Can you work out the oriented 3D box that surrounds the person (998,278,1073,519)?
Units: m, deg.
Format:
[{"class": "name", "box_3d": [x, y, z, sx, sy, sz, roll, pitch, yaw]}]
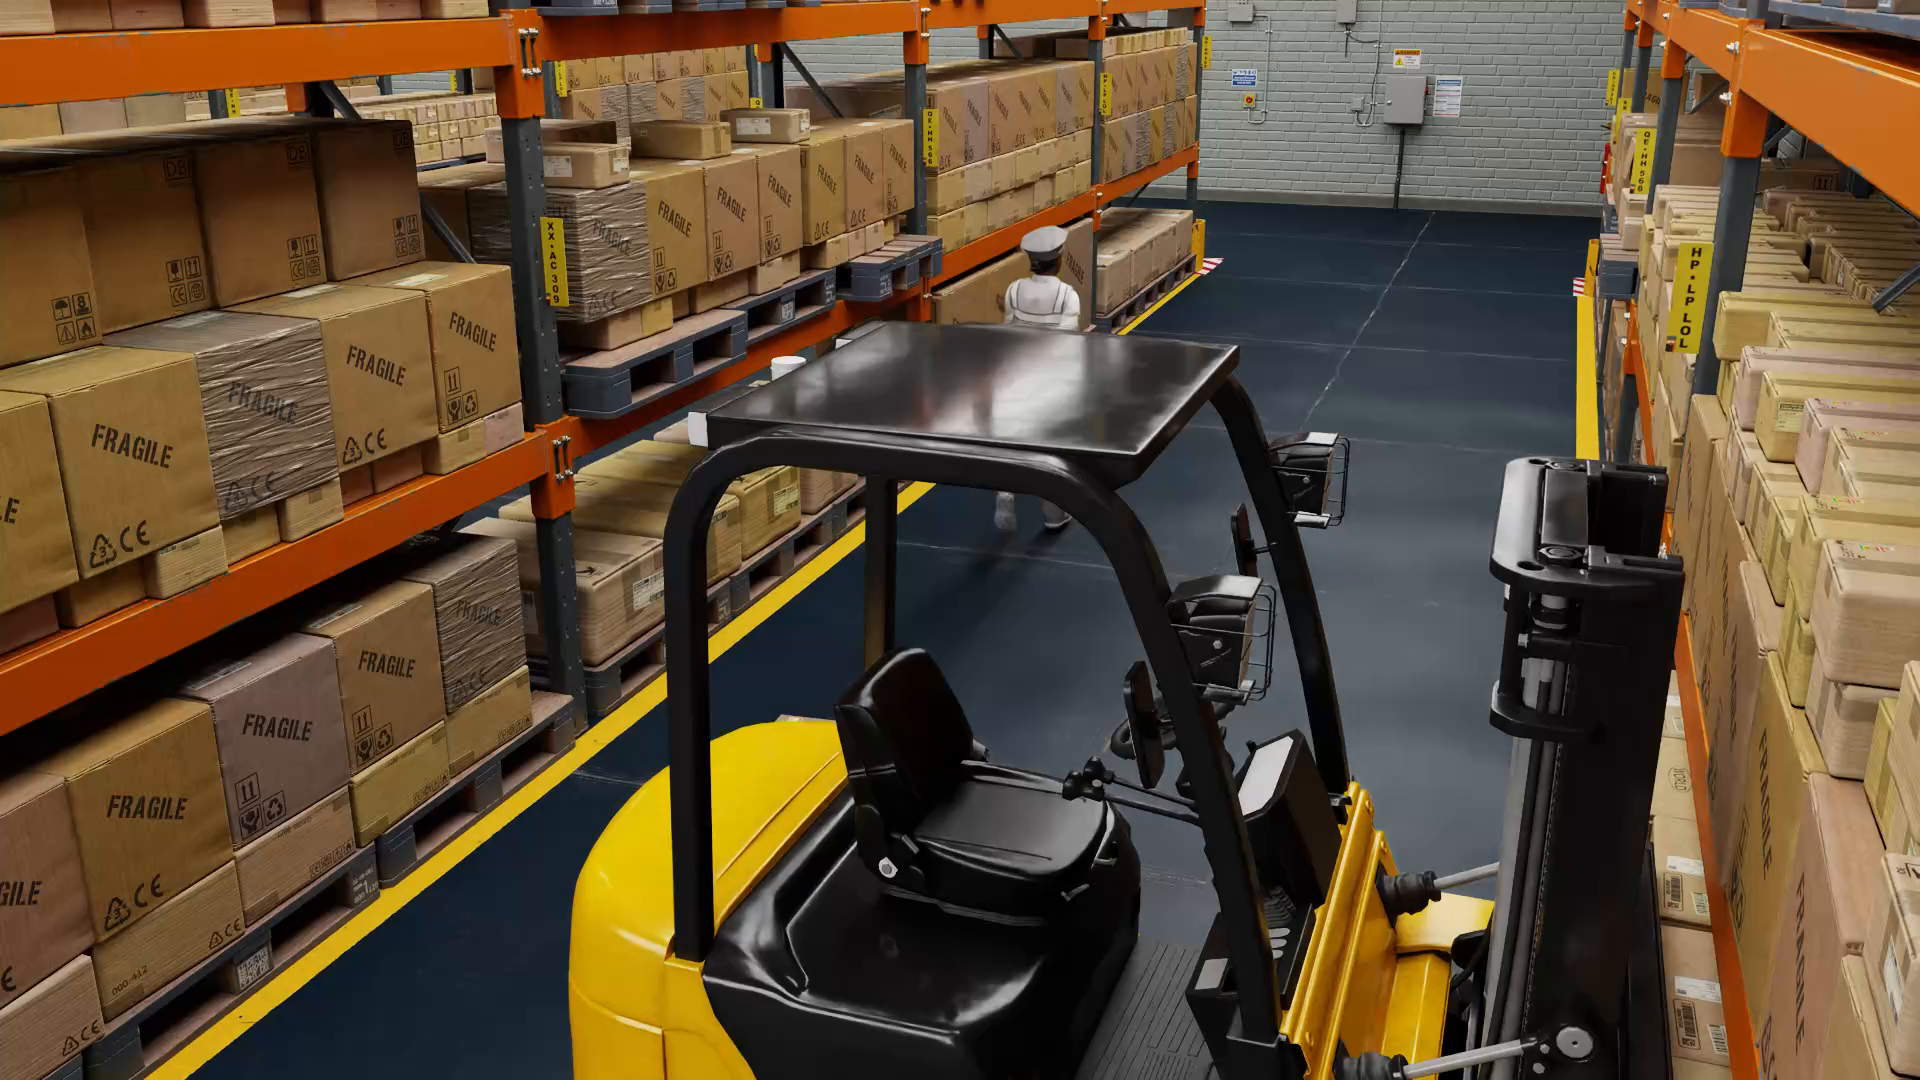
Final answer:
[{"class": "person", "box_3d": [0.426, -0.734, 8.923, 0.406, 1.341, 0.545, 6, 20, 18]}]
